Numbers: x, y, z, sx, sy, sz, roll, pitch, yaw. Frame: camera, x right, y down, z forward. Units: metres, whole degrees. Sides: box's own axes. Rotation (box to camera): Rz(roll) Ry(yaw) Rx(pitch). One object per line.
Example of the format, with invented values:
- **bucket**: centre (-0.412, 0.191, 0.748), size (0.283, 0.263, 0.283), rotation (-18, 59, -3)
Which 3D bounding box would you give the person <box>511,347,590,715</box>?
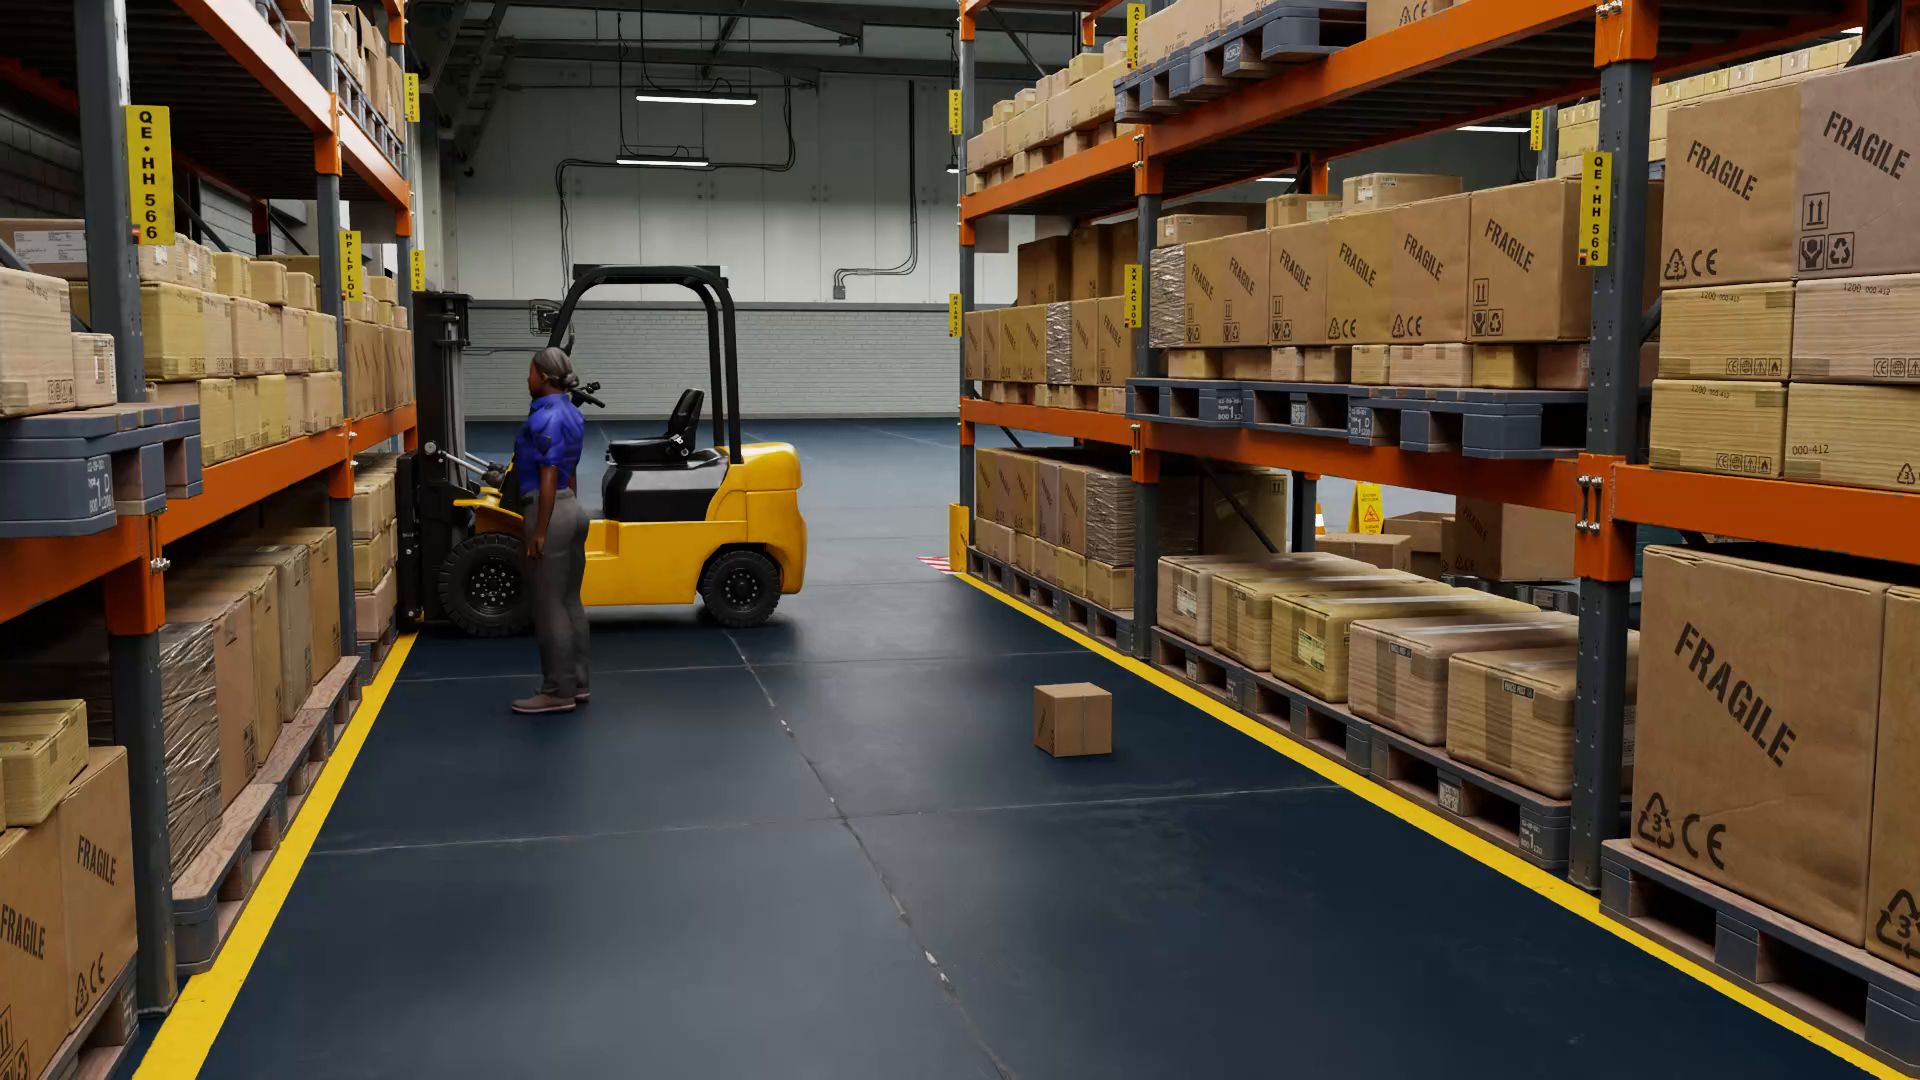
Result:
- **person**: centre (-1.887, -0.049, 7.641), size (0.323, 1.663, 0.446), rotation (1, 6, 6)
